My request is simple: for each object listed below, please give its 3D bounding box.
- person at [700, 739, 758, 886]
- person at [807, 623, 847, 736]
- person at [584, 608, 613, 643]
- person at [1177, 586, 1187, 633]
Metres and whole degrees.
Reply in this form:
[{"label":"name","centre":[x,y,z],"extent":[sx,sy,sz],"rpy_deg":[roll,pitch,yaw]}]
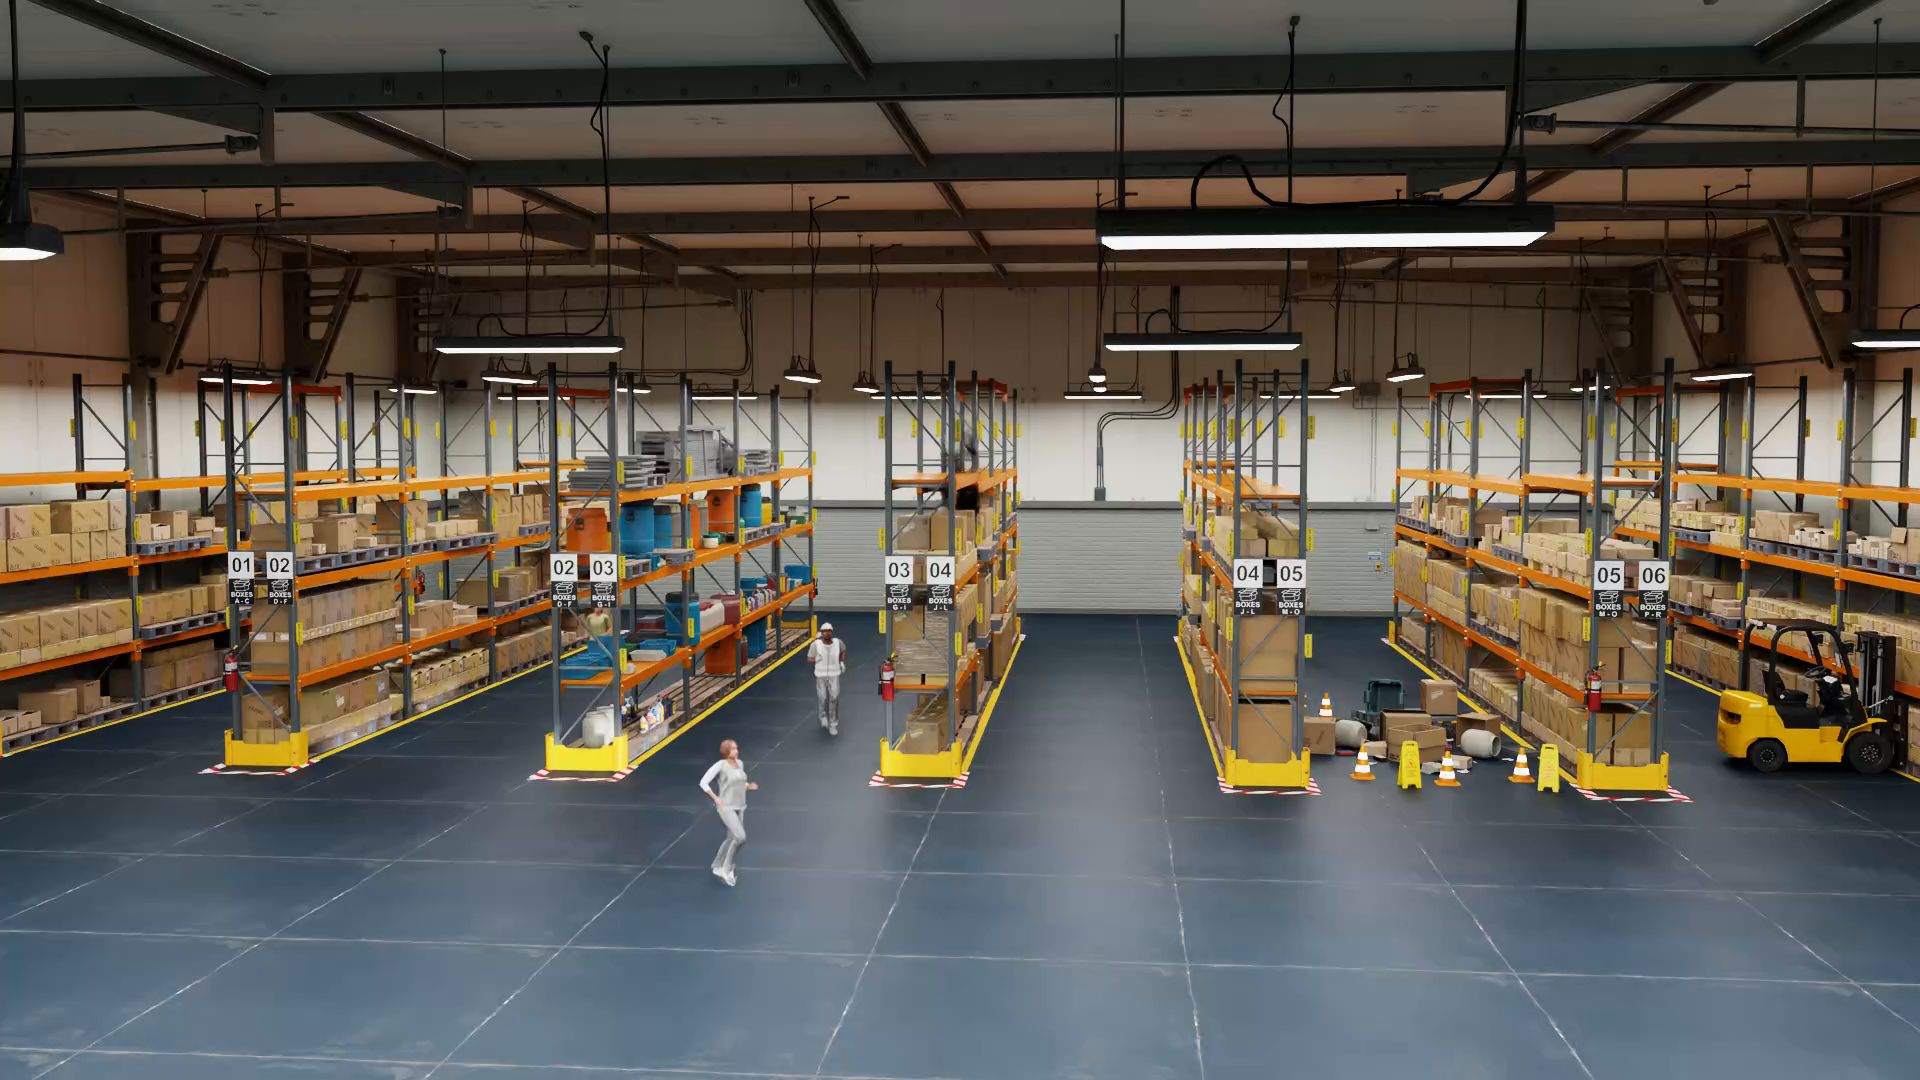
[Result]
[{"label":"person","centre":[-2.513,3.001,18.344],"extent":[0.635,1.610,0.518],"rpy_deg":[2,4,32]},{"label":"person","centre":[-2.203,2.288,27.576],"extent":[0.664,1.835,0.775],"rpy_deg":[0,4,-6]},{"label":"person","centre":[-7.219,2.018,33.166],"extent":[0.583,1.623,0.557],"rpy_deg":[0,4,-6]},{"label":"person","centre":[5.569,1.522,40.802],"extent":[0.472,1.588,0.768],"rpy_deg":[0,4,2]}]
